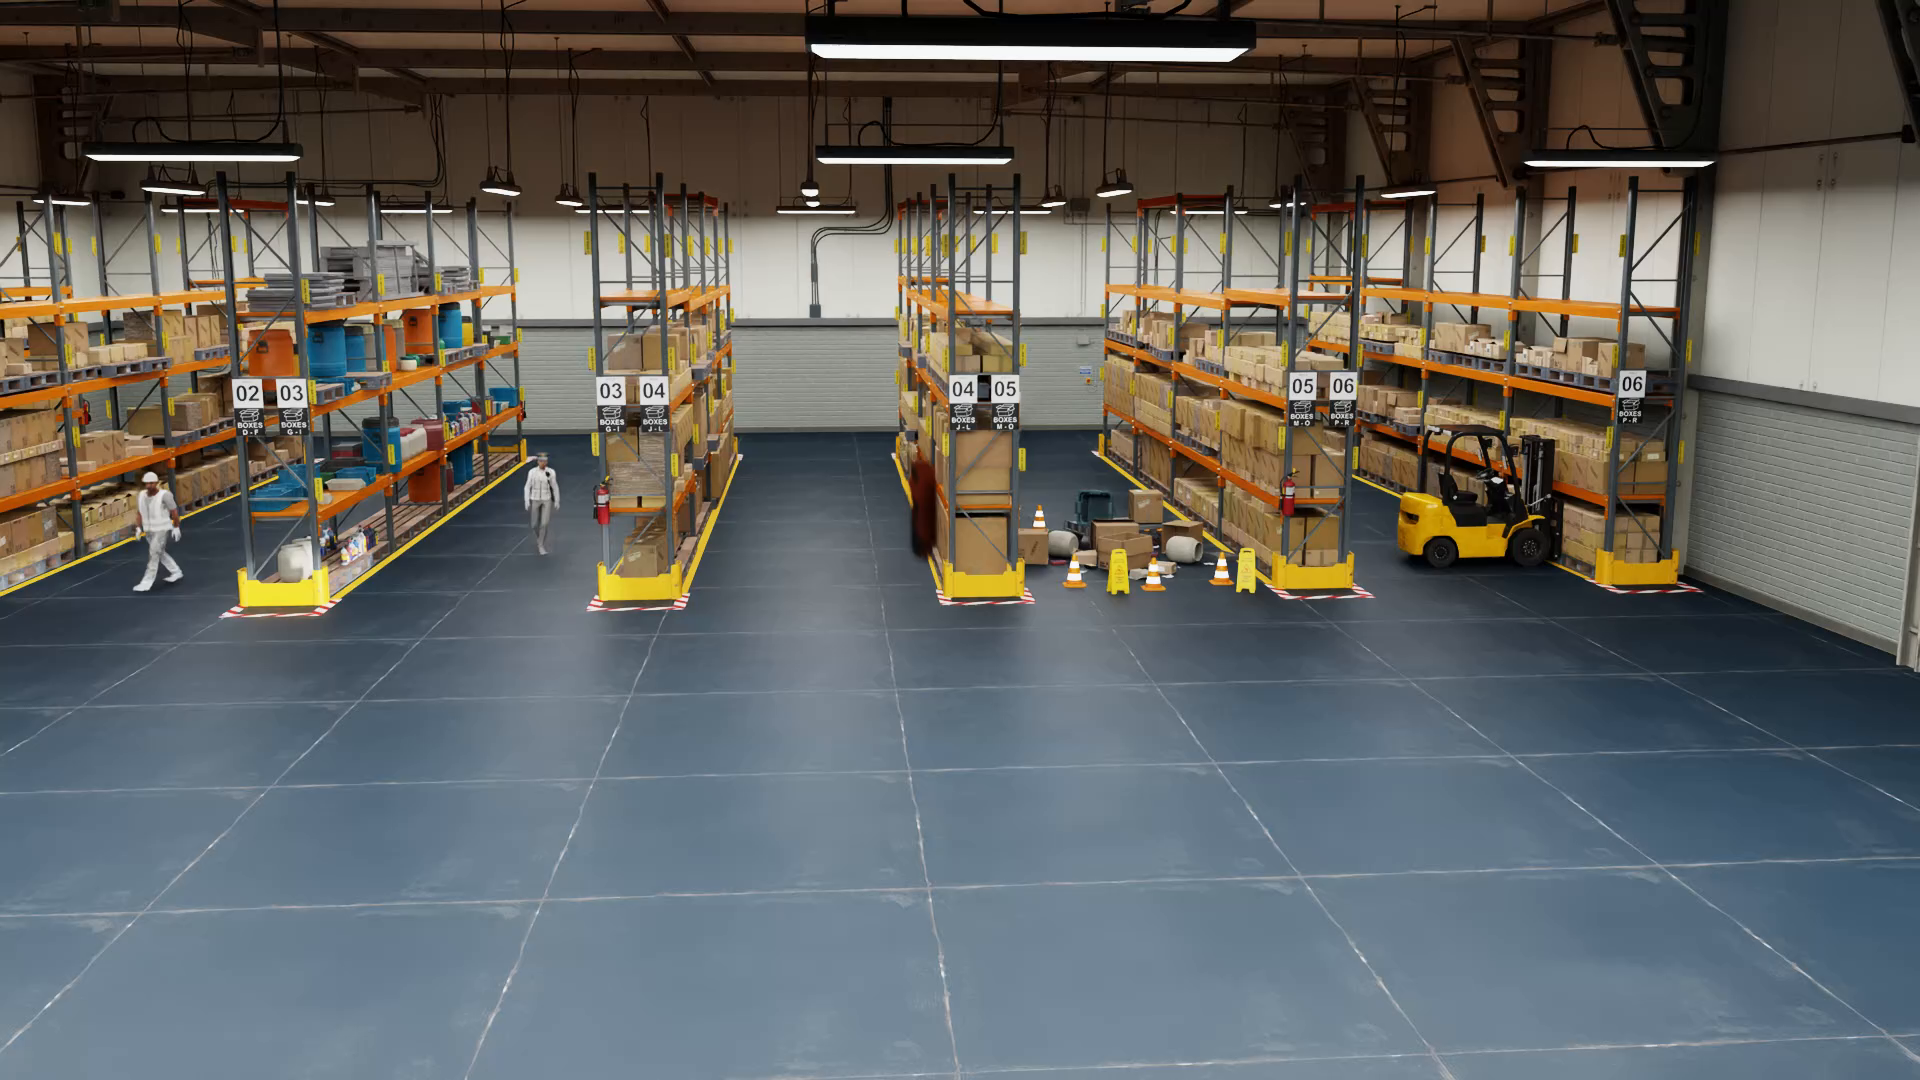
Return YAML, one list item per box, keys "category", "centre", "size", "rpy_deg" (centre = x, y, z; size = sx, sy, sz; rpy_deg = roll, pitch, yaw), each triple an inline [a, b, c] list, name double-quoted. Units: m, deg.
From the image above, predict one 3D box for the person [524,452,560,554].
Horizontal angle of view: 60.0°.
- category: "person"
  centre: [-6.924, -0.612, 27.577]
  size: [0.560, 1.691, 0.636]
  rpy_deg: [-2, 10, -9]

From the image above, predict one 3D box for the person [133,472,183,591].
- category: "person"
  centre: [-11.899, -0.151, 24.544]
  size: [0.550, 1.719, 1.055]
  rpy_deg: [3, 10, 17]
